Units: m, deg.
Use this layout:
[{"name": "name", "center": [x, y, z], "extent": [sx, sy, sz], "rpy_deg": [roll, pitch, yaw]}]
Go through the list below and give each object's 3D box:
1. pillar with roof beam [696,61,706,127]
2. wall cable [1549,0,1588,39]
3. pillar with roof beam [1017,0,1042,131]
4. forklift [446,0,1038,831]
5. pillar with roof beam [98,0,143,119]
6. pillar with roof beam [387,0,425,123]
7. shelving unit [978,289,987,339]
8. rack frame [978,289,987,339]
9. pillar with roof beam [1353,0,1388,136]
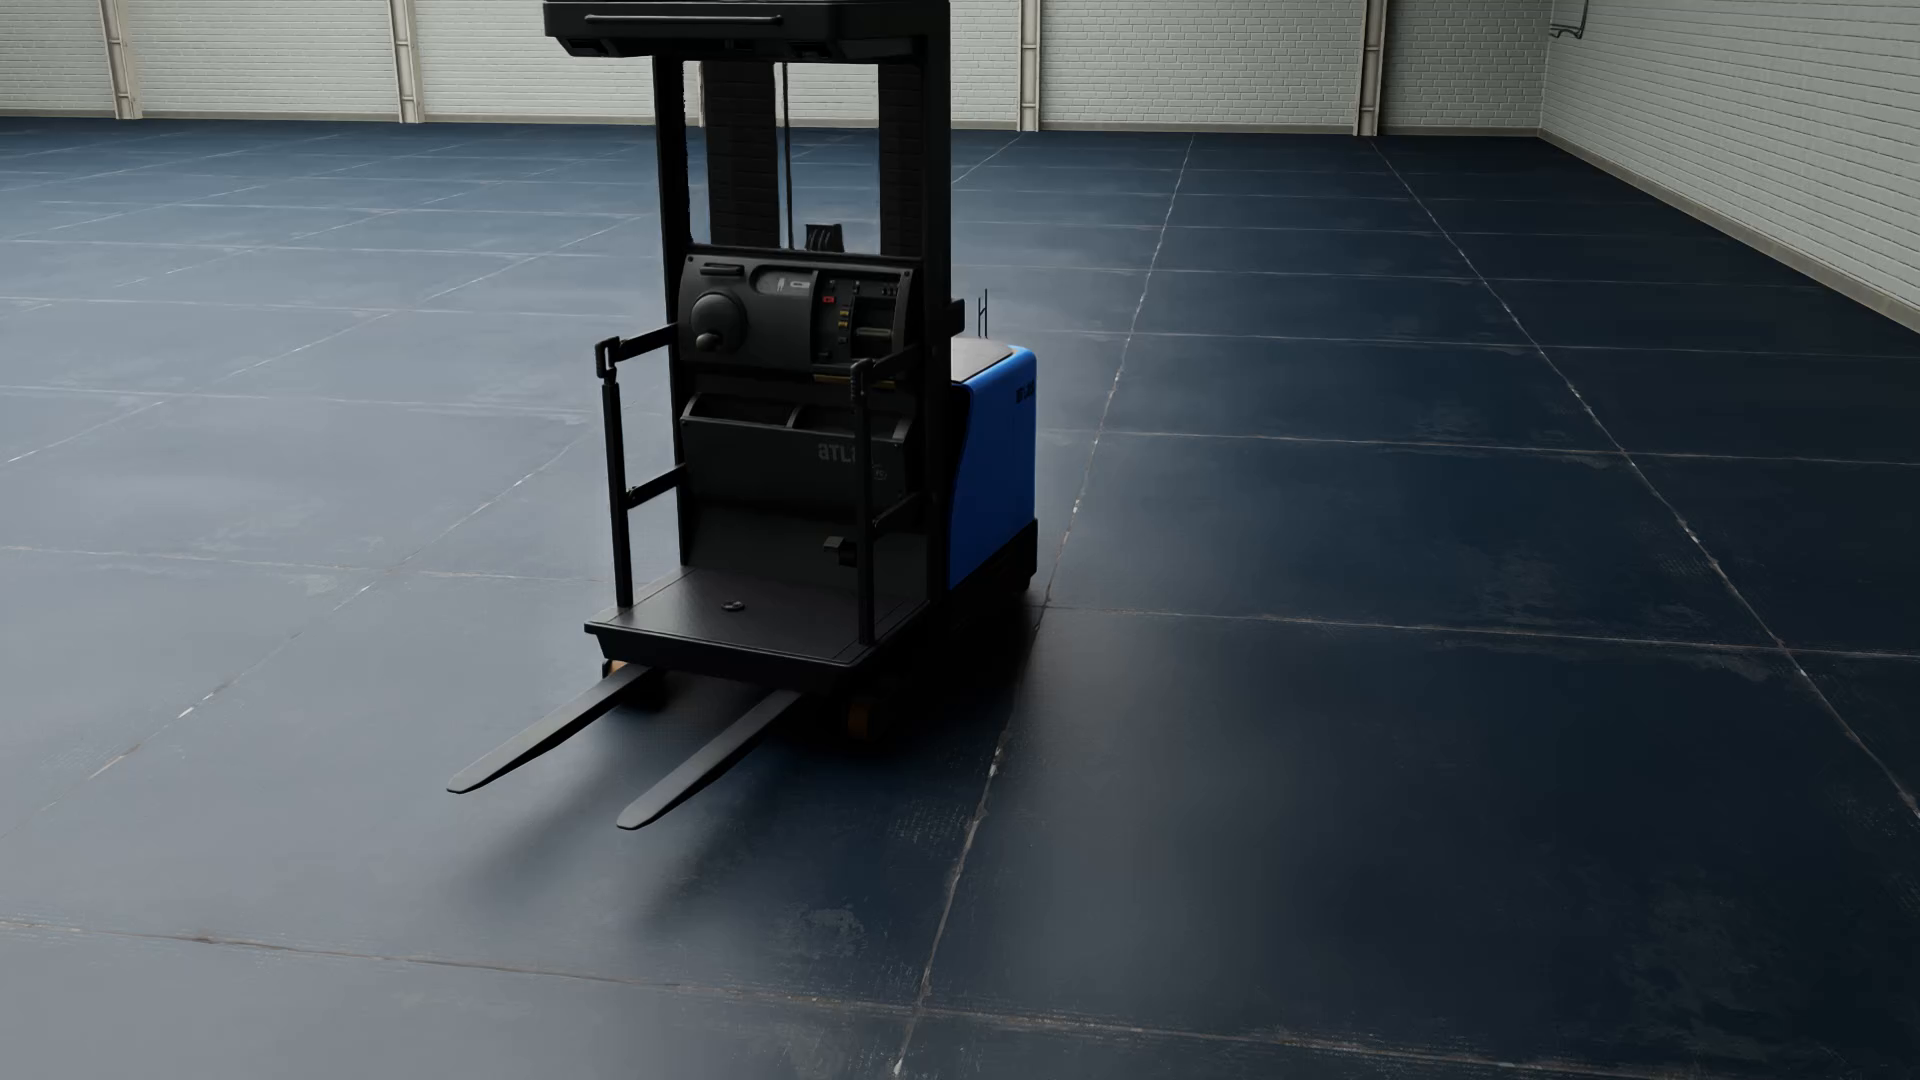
[{"name": "pillar with roof beam", "center": [-5.351, -10.702, 25.825], "extent": [0.400, 9.000, 9.100], "rpy_deg": [3, 19, 9]}, {"name": "wall cable", "center": [9.878, -9.411, 26.863], "extent": [0.112, 2.526, 3.097], "rpy_deg": [3, 19, 9]}, {"name": "pillar with roof beam", "center": [0.573, -10.400, 24.923], "extent": [0.400, 9.000, 9.100], "rpy_deg": [3, 19, 9]}, {"name": "forklift", "center": [-0.684, -0.826, 5.871], "extent": [1.130, 2.935, 3.031], "rpy_deg": [7, 20, 21]}, {"name": "pillar with roof beam", "center": [-17.200, -11.306, 27.630], "extent": [0.400, 9.000, 9.100], "rpy_deg": [3, 19, 9]}, {"name": "pillar with roof beam", "center": [-11.276, -11.004, 26.728], "extent": [0.400, 9.000, 9.100], "rpy_deg": [3, 19, 9]}, {"name": "shelving unit", "center": [0.014, -0.568, 7.830], "extent": [0.189, 1.200, 0.258], "rpy_deg": [3, 19, 9]}, {"name": "rack frame", "center": [0.105, -0.564, 7.816], "extent": [0.006, 1.200, 0.240], "rpy_deg": [3, 19, 9]}, {"name": "pillar with roof beam", "center": [6.497, -10.098, 24.020], "extent": [0.400, 9.000, 9.100], "rpy_deg": [3, 19, 9]}]
